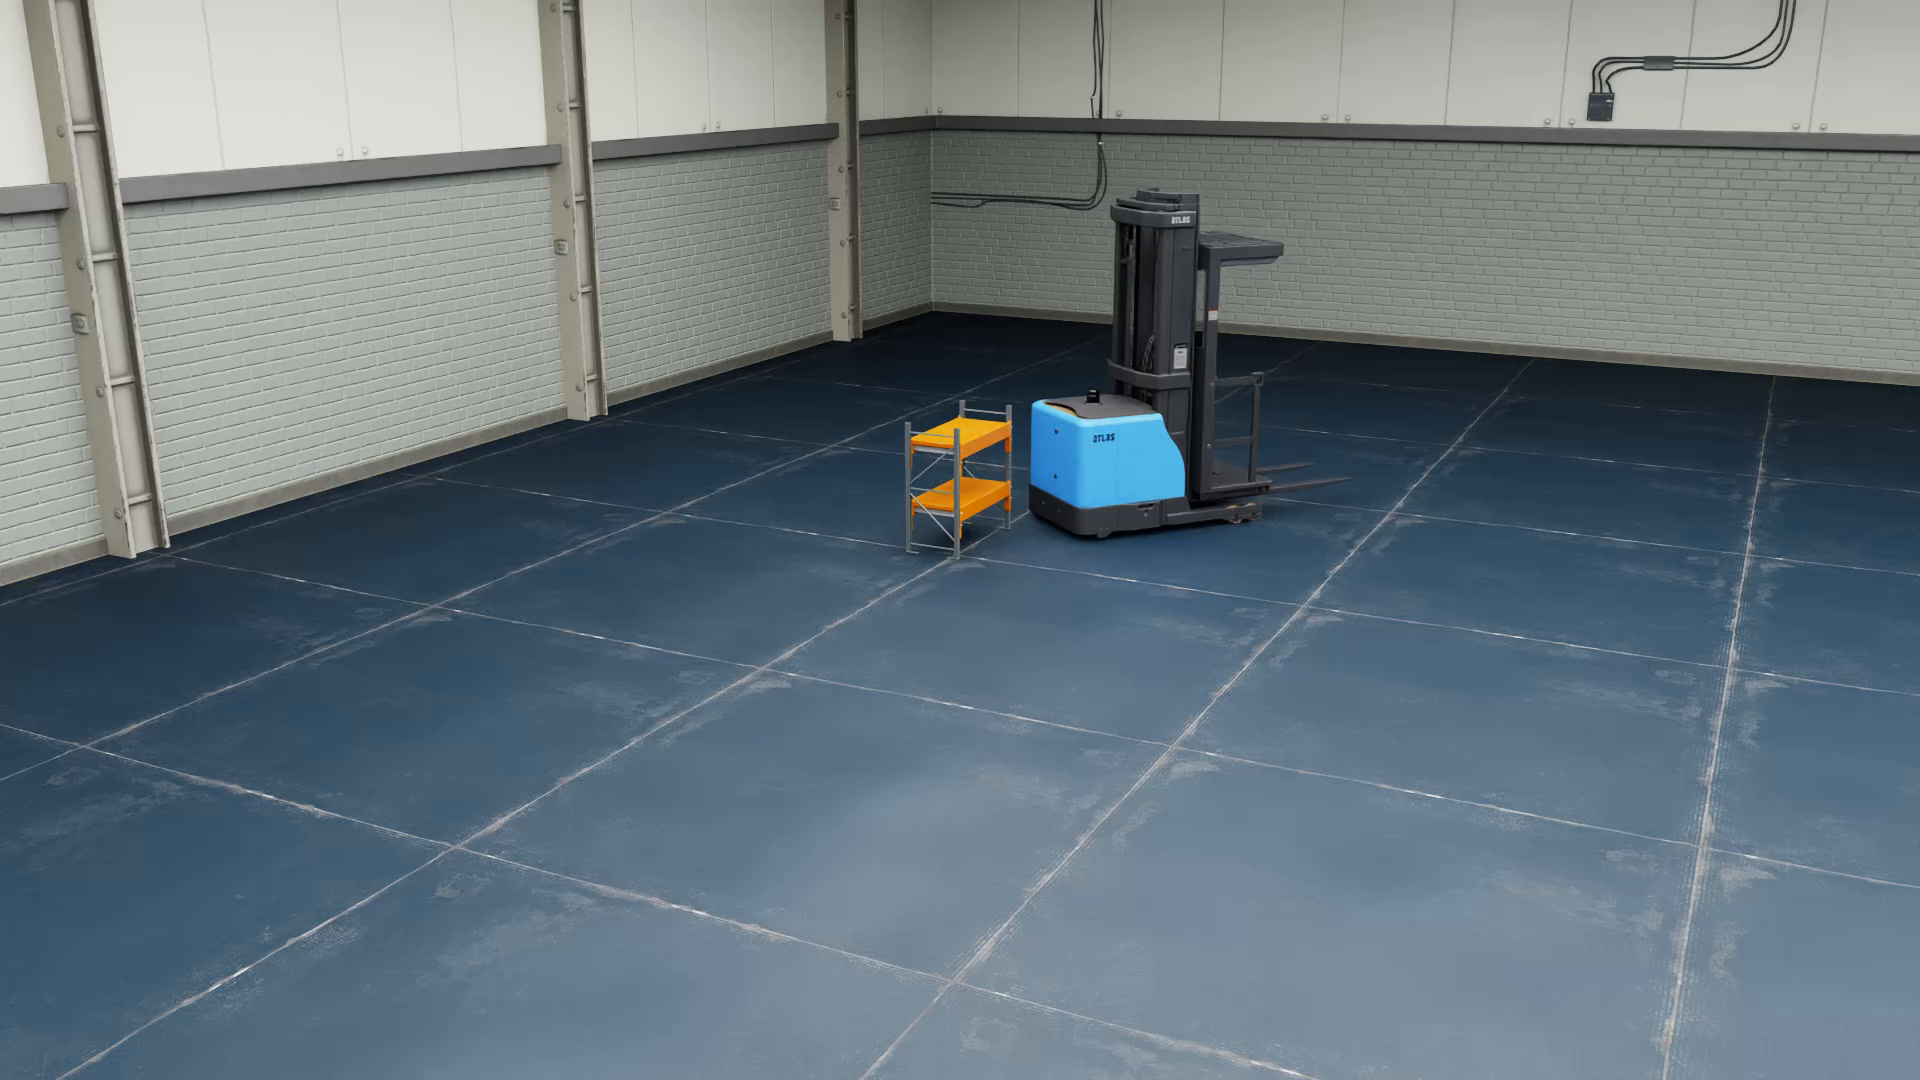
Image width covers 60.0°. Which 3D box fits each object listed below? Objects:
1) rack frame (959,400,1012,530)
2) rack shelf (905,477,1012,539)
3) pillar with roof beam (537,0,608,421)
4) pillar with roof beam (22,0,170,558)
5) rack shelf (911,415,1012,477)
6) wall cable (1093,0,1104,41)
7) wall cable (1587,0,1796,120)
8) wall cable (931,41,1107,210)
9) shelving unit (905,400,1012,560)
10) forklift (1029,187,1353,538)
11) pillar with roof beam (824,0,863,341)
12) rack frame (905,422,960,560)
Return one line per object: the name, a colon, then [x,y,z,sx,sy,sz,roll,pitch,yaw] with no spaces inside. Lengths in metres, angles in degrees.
rack frame: [0.224,-0.667,14.794,0.500,1.125,0.032,8,18,25]
rack shelf: [-0.003,-0.303,14.428,0.538,0.278,1.000,8,18,25]
pillar with roof beam: [-0.496,-5.208,16.253,9.100,9.000,0.400,8,18,25]
pillar with roof beam: [-3.177,-3.679,11.108,9.100,9.000,0.400,8,18,25]
rack shelf: [-0.003,-0.818,14.275,0.538,0.278,1.000,8,18,25]
wall cable: [3.254,-8.454,23.767,3.097,2.526,0.112,8,18,25]
wall cable: [9.319,-8.284,20.638,2.305,6.003,0.169,8,18,25]
wall cable: [0.833,-6.377,25.645,3.097,2.526,0.112,8,18,25]
shelving unit: [-0.003,-0.537,14.358,0.538,1.125,1.048,8,18,25]
forklift: [2.192,-1.681,15.036,3.031,2.935,1.130,-7,18,-23]
pillar with roof beam: [2.185,-6.736,21.399,9.100,9.000,0.400,8,18,25]
rack frame: [-0.230,-0.408,13.922,0.500,1.125,0.032,8,18,25]
